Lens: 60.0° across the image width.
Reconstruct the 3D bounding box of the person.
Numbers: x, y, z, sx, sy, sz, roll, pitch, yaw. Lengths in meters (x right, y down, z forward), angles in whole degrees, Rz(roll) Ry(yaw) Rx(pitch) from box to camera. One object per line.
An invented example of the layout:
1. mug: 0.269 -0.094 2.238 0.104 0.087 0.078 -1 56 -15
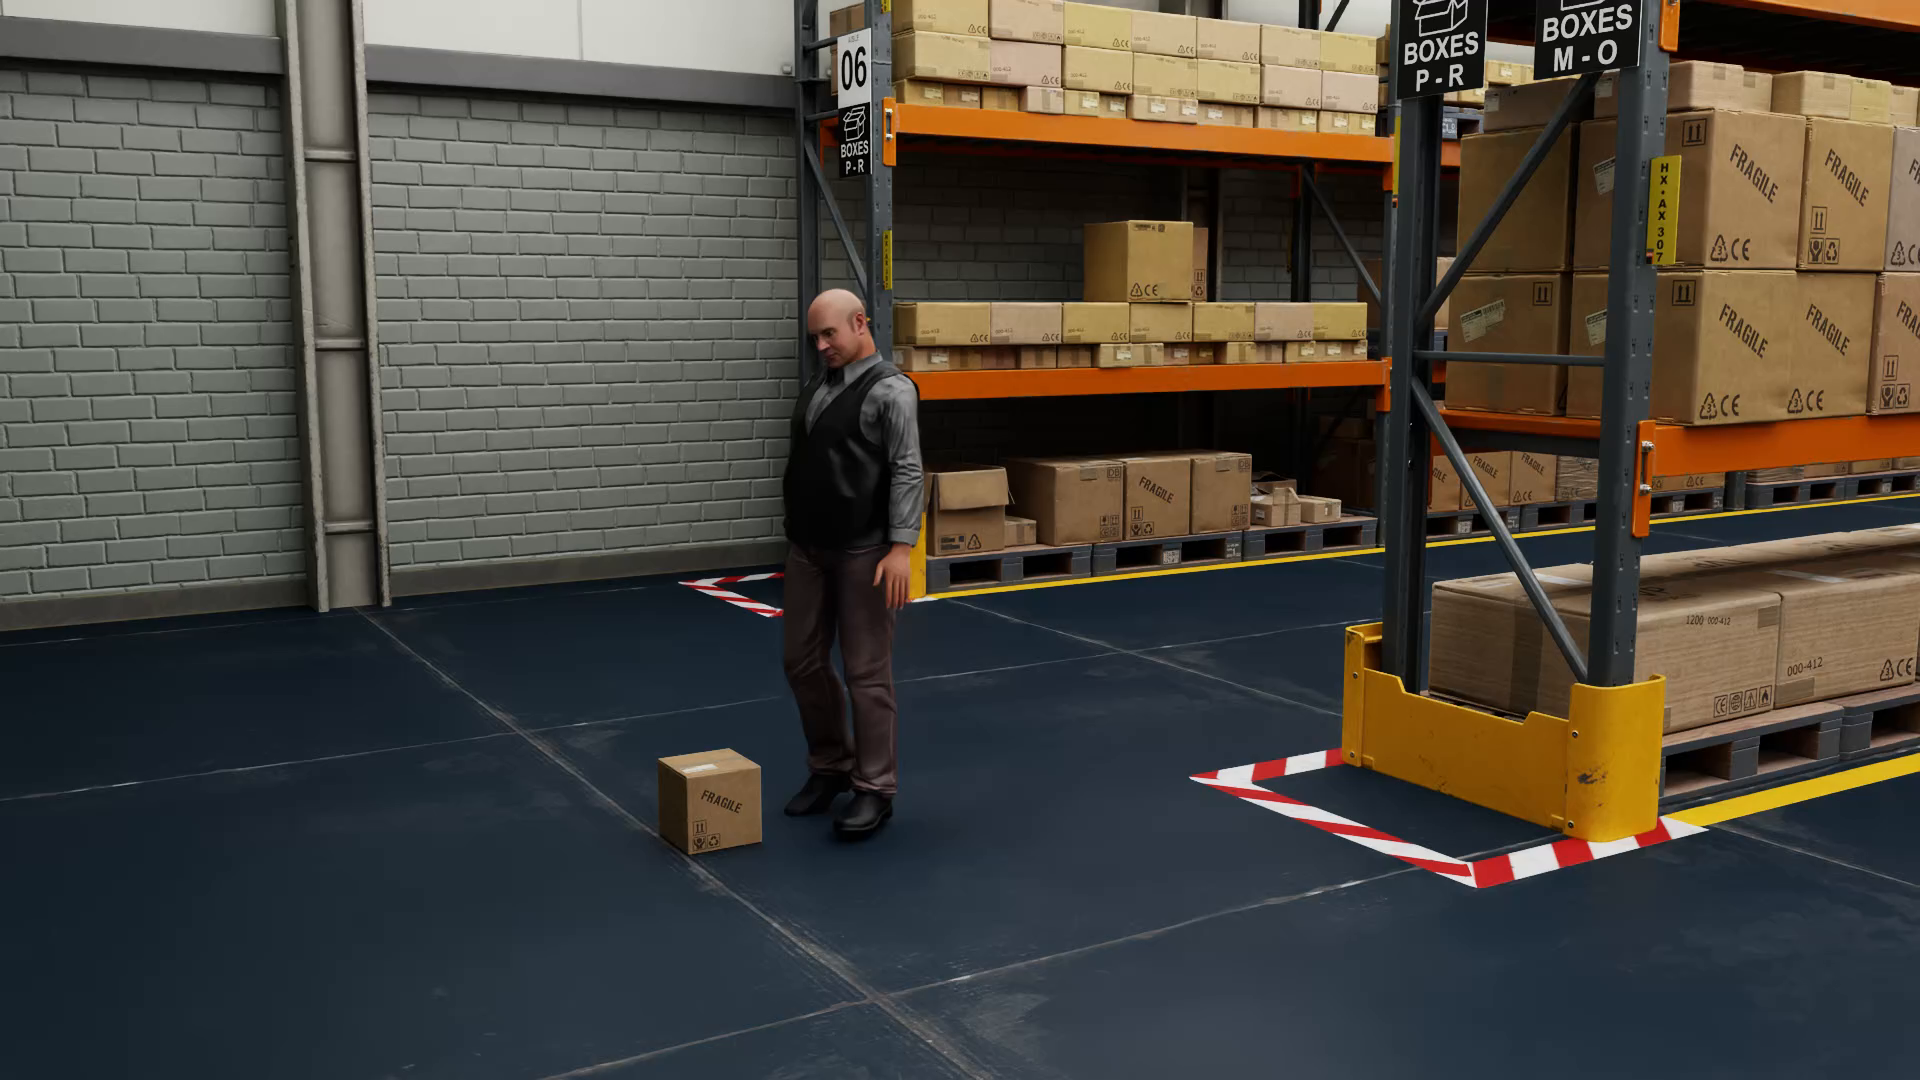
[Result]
1. person: -0.368 0.073 5.403 0.645 1.761 0.401 8 11 44
